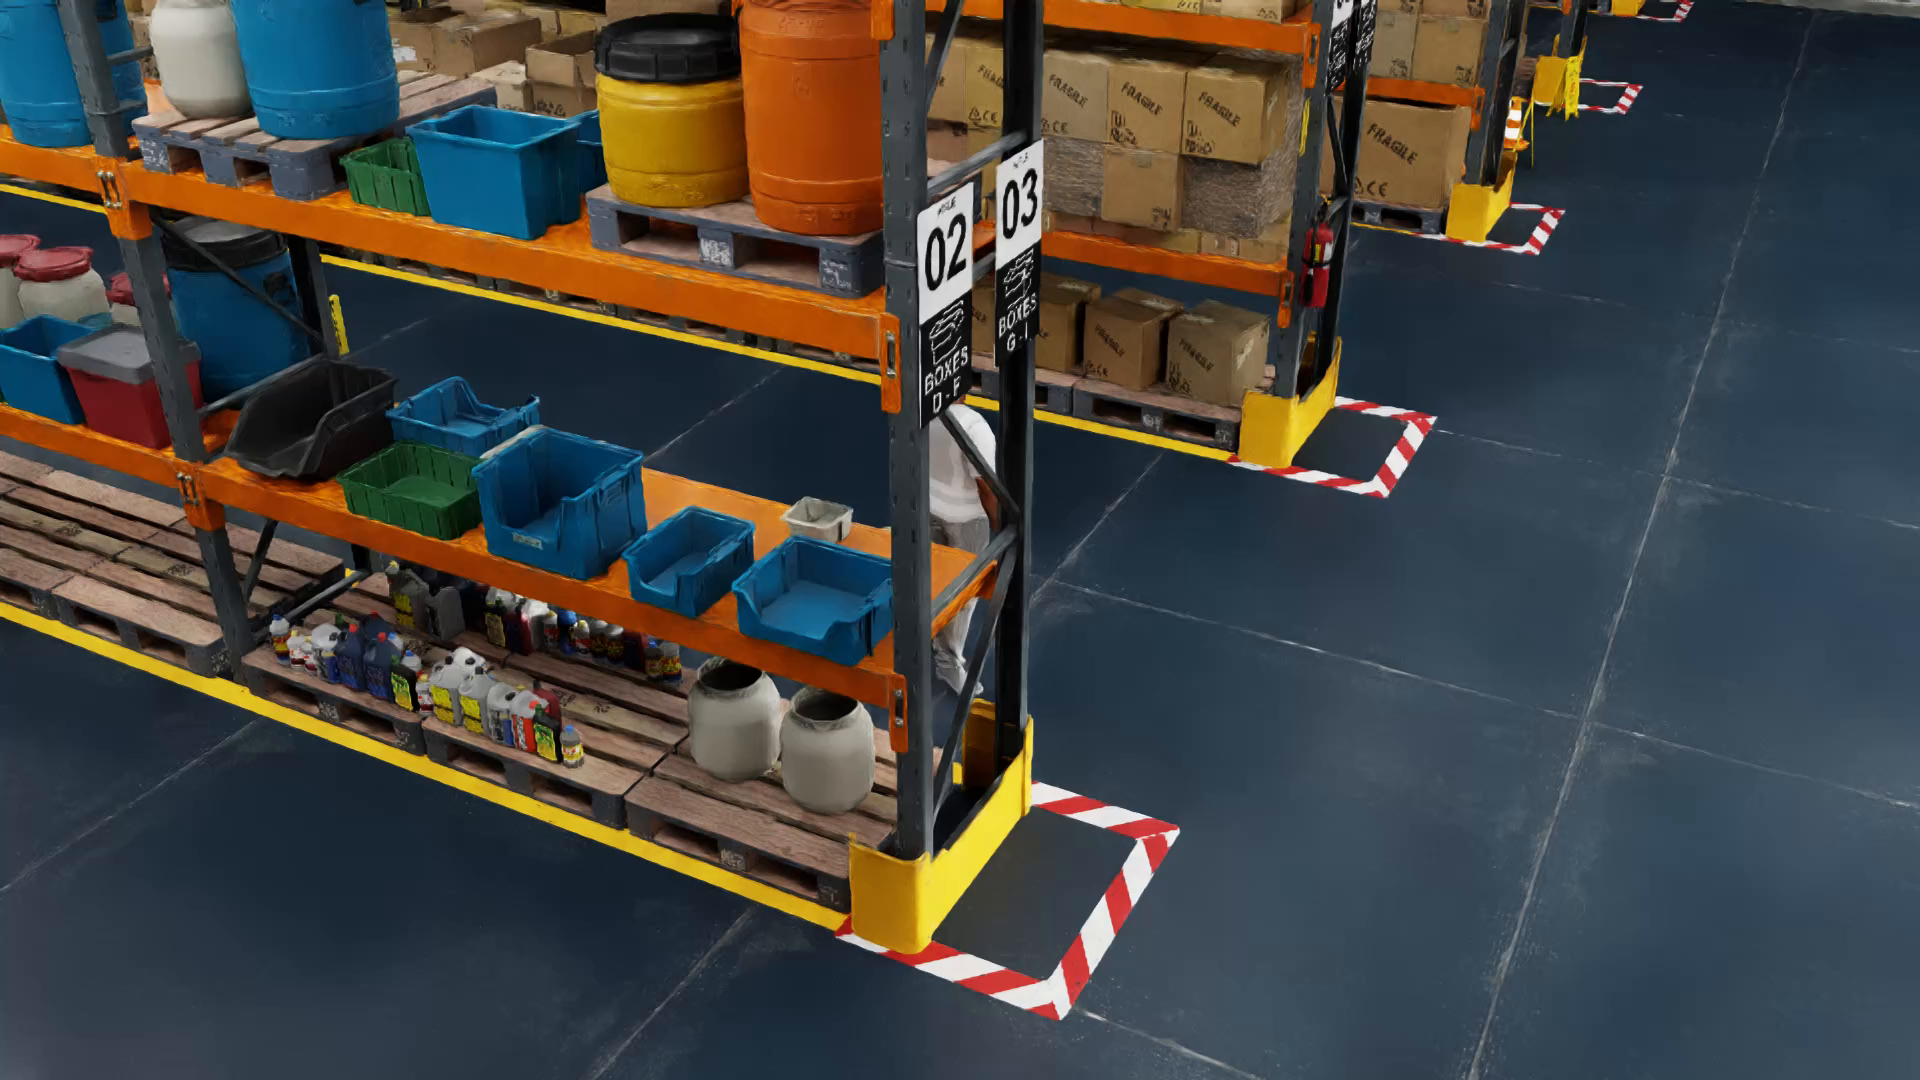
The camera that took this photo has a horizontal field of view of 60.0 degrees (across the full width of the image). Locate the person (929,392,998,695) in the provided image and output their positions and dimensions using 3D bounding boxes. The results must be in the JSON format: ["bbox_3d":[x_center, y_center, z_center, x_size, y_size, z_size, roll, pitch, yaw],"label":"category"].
[{"bbox_3d":[-0.004,-0.113,8.470,0.474,1.772,0.706,-23,37,-34],"label":"person"}]
